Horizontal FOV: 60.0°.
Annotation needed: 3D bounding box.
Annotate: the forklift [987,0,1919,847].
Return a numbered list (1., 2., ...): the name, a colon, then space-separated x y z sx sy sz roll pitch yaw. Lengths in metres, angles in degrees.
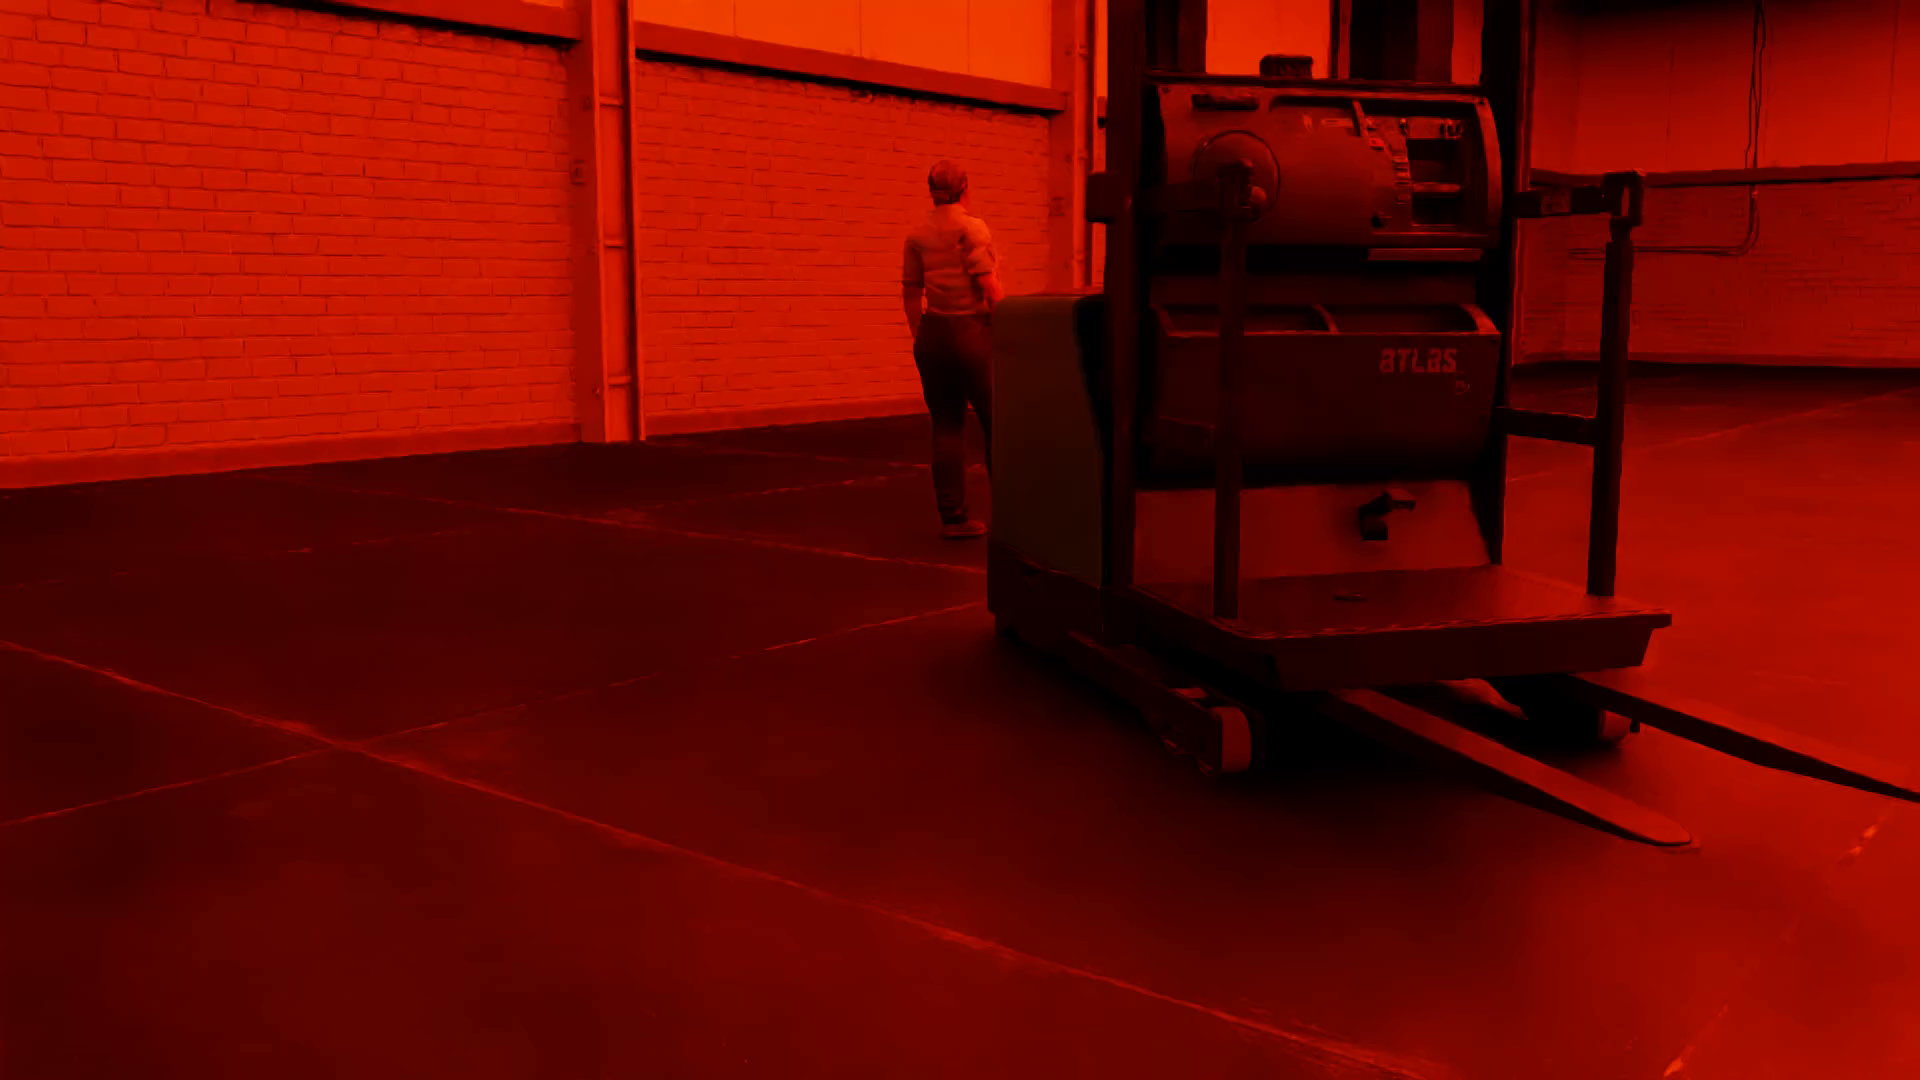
1. forklift: 0.993 -0.977 3.960 1.130 2.935 3.031 -2 9 -16

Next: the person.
1. person: 0.074 -0.830 7.340 0.599 1.650 0.502 7 11 38
